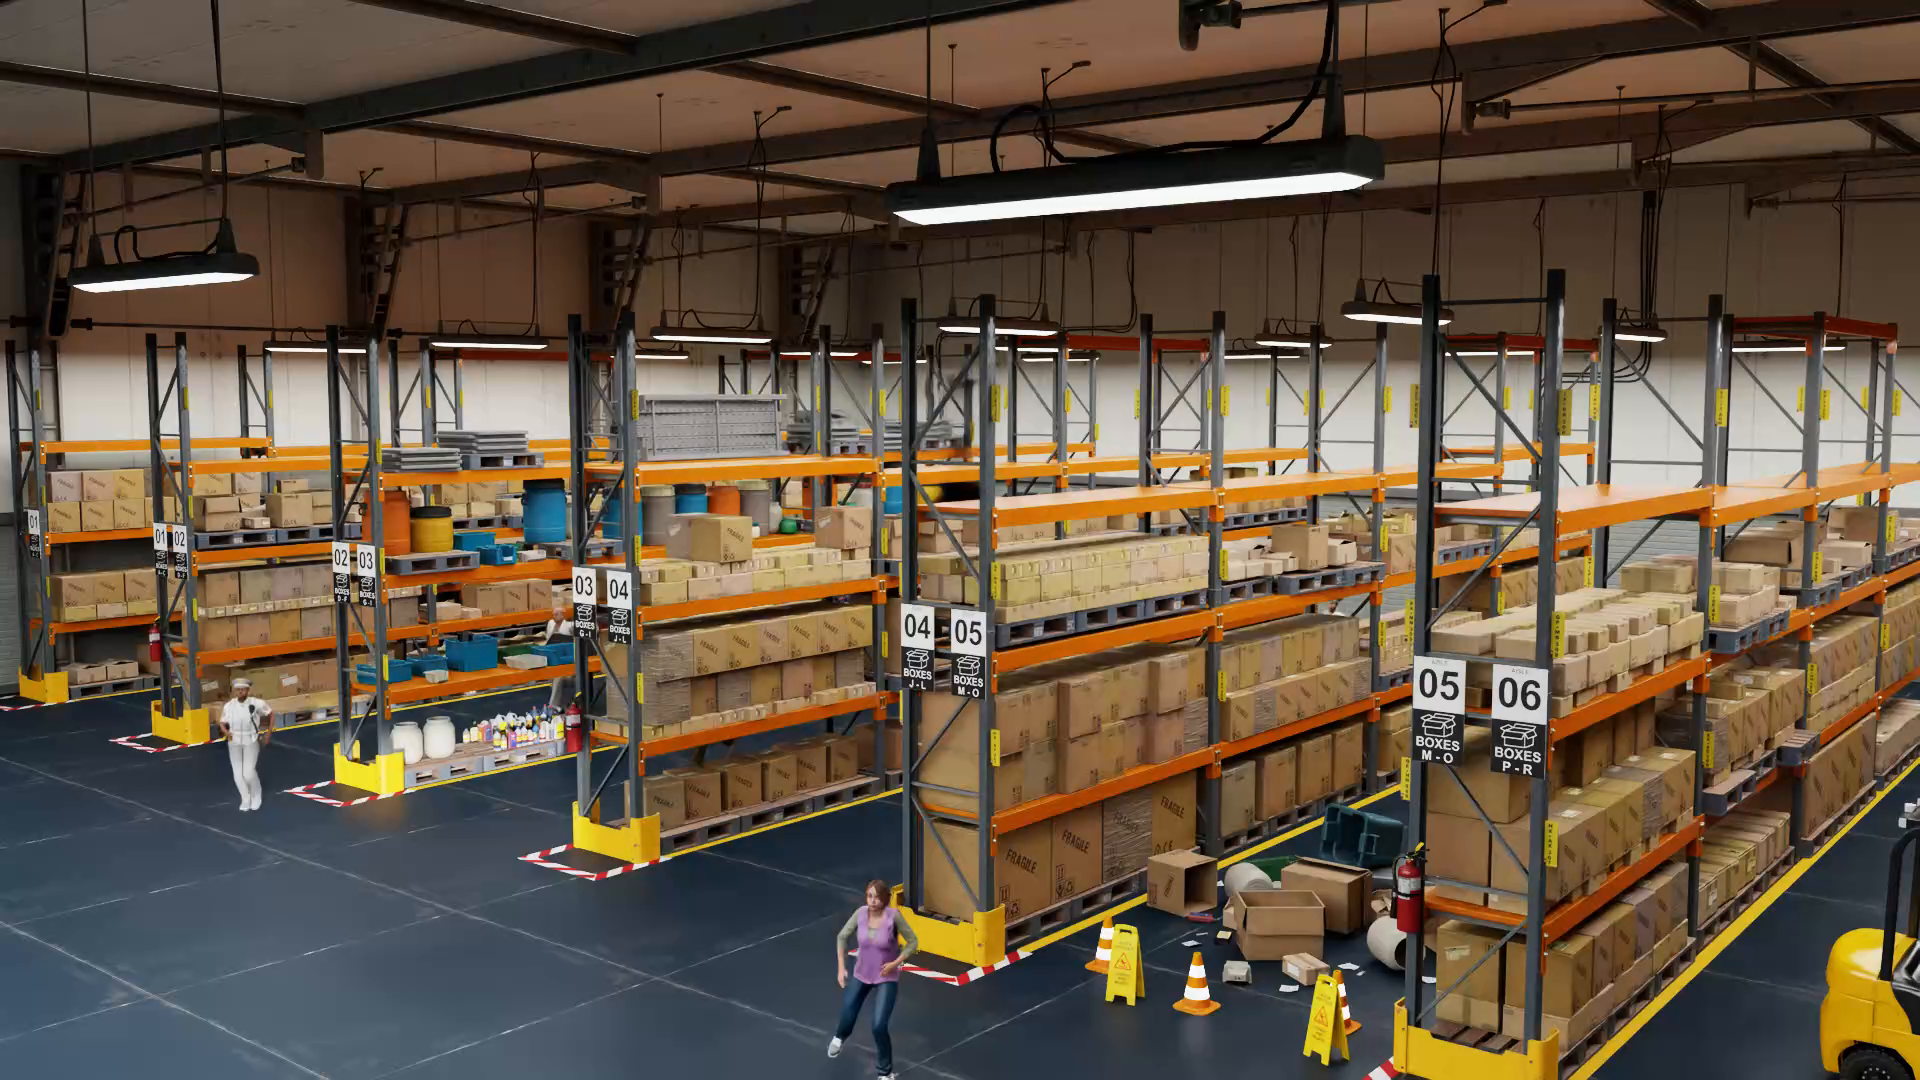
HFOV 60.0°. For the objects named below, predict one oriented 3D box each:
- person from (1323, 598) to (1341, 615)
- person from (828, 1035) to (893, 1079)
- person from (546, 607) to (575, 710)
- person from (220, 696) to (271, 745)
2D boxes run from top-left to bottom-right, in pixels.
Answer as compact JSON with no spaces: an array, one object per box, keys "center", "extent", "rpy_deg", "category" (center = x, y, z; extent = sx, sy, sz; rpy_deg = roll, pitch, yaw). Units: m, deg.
[{"center":[6.319,1.321,28.250],"extent":[0.368,0.796,0.331],"rpy_deg":[3,6,27],"category":"person"},{"center":[-0.755,3.901,12.526],"extent":[0.545,0.365,0.583],"rpy_deg":[1,5,8],"category":"person"},{"center":[-6.280,2.020,26.582],"extent":[0.714,1.589,1.084],"rpy_deg":[3,6,31],"category":"person"},{"center":[-8.760,2.197,20.366],"extent":[0.557,0.584,0.351],"rpy_deg":[-1,5,-9],"category":"person"}]
